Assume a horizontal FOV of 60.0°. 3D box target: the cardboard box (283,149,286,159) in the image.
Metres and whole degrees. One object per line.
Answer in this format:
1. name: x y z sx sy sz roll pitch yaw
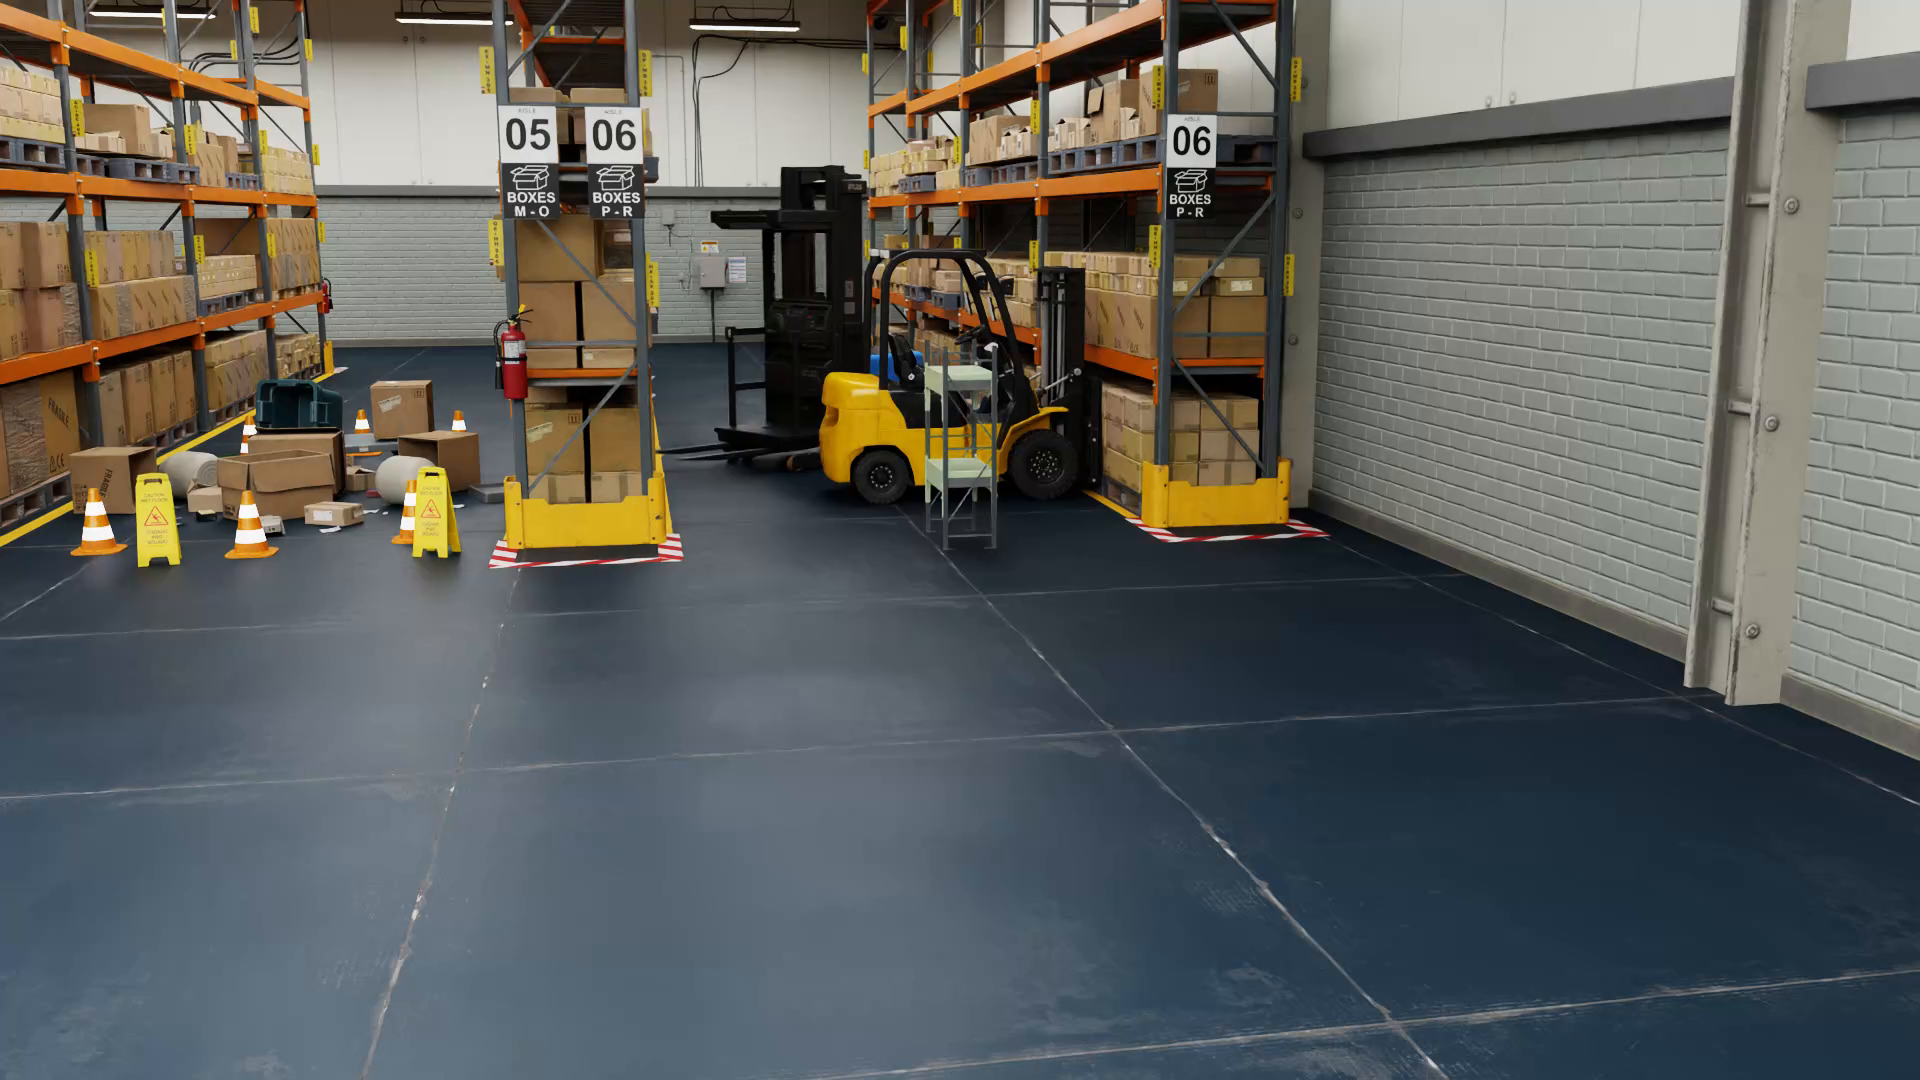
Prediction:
1. cardboard box: -10.068 -5.640 24.279 0.380 0.149 0.250 -2 11 -13

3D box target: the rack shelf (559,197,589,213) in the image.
1. rack shelf: -4.752 -4.398 21.681 1.077 0.370 4.000 -2 11 -11

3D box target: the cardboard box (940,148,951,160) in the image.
1. cardboard box: -0.053 -5.078 21.870 0.380 0.149 0.250 -2 11 -12

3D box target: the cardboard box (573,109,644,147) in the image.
1. cardboard box: -2.644 -3.091 12.499 0.500 0.250 0.500 -2 11 -12

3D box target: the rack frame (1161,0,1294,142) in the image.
1. rack frame: 2.061 -4.572 12.649 1.000 3.000 0.127 -2 11 -11

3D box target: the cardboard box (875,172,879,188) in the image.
1. cardboard box: -1.114 -5.921 27.367 0.500 0.250 0.500 -2 11 -10

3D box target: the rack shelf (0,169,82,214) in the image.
1. rack shelf: -8.032 -2.732 12.929 1.077 0.370 4.000 -2 11 -11

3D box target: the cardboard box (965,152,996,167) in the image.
1. cardboard box: 0.275 -4.631 20.217 0.380 0.166 0.250 -2 11 -11

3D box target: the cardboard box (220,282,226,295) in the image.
1. cardboard box: -9.348 -3.128 20.655 0.380 0.149 0.250 -2 11 -10

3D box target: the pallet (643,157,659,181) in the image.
1. pallet: -3.601 -3.675 16.465 1.213 0.211 1.003 -2 11 -11

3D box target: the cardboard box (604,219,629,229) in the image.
1. cardboard box: -4.948 -4.571 24.011 0.380 0.149 0.250 -2 11 -12

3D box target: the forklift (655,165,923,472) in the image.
1. forklift: -1.758 -2.208 16.458 1.130 2.935 3.031 10 15 43

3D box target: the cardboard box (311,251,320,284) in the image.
1. cardboard box: -10.415 -4.302 26.211 0.500 0.500 0.500 -2 11 -10

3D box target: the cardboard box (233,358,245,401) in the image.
1. cardboard box: -9.292 -2.016 20.826 0.500 0.500 0.500 -2 11 -12

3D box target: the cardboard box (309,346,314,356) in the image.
1. cardboard box: -10.270 -2.950 25.877 0.380 0.149 0.250 -3 11 -13

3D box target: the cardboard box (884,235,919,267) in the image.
1. cardboard box: -0.935 -4.632 26.609 0.500 0.500 0.500 -2 11 -10

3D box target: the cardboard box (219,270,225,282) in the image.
1. cardboard box: -9.348 -3.273 20.625 0.380 0.149 0.250 -2 11 -12

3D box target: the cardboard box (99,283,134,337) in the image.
1. cardboard box: -8.358 -2.226 16.104 0.500 0.500 0.500 -2 11 -11

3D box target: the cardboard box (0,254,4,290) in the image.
1. cardboard box: -8.081 -2.216 13.028 0.875 0.550 0.500 -2 11 -11

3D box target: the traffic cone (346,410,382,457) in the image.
1. traffic cone: -6.237 -1.124 17.365 0.336 0.463 0.334 -2 11 -11

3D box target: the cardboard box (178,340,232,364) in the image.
1. cardboard box: -9.195 -2.287 20.247 0.500 0.250 0.500 -2 11 -12

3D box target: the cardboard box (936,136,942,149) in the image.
1. cardboard box: -0.146 -5.727 24.119 0.396 0.266 0.258 -2 11 -12

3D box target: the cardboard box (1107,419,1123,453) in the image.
1. cardboard box: 1.573 -0.896 14.275 0.500 0.250 0.500 -2 11 -12

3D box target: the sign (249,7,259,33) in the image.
1. sign: -9.434 -6.951 22.226 0.100 0.325 0.005 -2 11 -11

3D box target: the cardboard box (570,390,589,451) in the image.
1. cardboard box: -3.415 -0.993 14.118 0.500 0.500 0.500 -2 11 -12

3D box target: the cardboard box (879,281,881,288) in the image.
1. cardboard box: -1.161 -4.320 28.045 0.380 0.149 0.250 -2 11 -10

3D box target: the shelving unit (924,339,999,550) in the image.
1. shelving unit: 0.001 -0.736 12.550 0.431 1.500 0.755 -2 11 -11

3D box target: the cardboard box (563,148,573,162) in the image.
1. cardboard box: -3.234 -2.992 13.044 0.380 0.149 0.250 -2 11 -11

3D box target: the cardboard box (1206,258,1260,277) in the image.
1. cardboard box: 2.205 -2.208 13.476 0.380 0.149 0.250 -2 11 -12

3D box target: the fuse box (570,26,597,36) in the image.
1. fuse box: -7.282 -9.916 32.170 0.513 0.334 0.176 -2 11 -11

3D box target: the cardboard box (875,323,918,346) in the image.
1. cardboard box: -1.025 -3.423 28.214 0.797 0.503 0.637 -3 11 -13

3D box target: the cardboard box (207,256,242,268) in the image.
1. cardboard box: -9.555 -3.610 21.596 0.380 0.149 0.250 -2 11 -11

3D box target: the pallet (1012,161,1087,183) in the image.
1. pallet: 1.099 -3.899 17.649 0.805 0.209 1.217 -3 11 -13

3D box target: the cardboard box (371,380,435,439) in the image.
1. cardboard box: -5.326 -1.251 15.906 0.500 0.500 0.500 -2 11 -11

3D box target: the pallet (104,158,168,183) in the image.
1. pallet: -8.801 -3.772 16.973 1.003 0.211 1.213 -2 11 -8

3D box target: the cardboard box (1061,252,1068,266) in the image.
1. cardboard box: 1.211 -2.759 16.371 0.380 0.149 0.250 -2 11 -10

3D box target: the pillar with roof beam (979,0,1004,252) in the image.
1. pillar with roof beam: -3.747 -6.777 24.233 9.100 9.000 0.400 -2 11 -11

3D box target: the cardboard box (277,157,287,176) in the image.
1. cardboard box: -10.012 -5.373 23.943 0.500 0.250 0.500 -2 11 -10

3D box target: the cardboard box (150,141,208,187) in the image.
1. cardboard box: -9.049 -4.349 19.235 0.500 0.500 0.500 -2 11 -11

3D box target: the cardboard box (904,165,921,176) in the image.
1. cardboard box: -0.605 -5.362 24.104 0.380 0.149 0.250 -2 11 -10

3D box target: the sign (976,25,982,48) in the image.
1. sign: 0.270 -7.330 24.222 0.100 0.325 0.005 -2 11 -11

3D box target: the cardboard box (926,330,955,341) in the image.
1. cardboard box: -0.273 -2.952 24.013 0.380 0.149 0.250 -3 11 -14

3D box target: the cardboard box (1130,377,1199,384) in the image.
1. cardboard box: 1.873 -1.344 15.293 0.500 0.250 0.500 -2 11 -12

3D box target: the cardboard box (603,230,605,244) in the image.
1. cardboard box: -3.642 -3.192 17.523 0.380 0.149 0.250 -1 11 -8

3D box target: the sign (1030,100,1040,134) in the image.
1. sign: 0.752 -4.219 16.593 0.100 0.325 0.005 -2 11 -11

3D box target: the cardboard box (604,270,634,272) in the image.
1. cardboard box: -3.148 -2.206 15.200 0.500 0.500 0.500 -2 11 -9

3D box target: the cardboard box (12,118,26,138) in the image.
1. cardboard box: -7.839 -3.343 13.495 0.380 0.149 0.250 -2 11 -10

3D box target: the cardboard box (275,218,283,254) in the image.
1. cardboard box: -9.942 -4.318 23.625 0.500 0.500 0.500 -2 11 -13

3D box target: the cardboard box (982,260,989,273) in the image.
1. cardboard box: 0.469 -3.248 19.736 0.380 0.149 0.250 -2 11 -10

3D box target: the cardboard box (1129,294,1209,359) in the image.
1. cardboard box: 1.707 -1.754 13.624 0.500 0.500 0.500 -2 11 -12

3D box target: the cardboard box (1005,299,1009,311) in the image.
1. cardboard box: 0.758 -2.552 18.482 0.500 0.250 0.500 -2 11 -11

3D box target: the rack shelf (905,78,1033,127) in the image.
1. rack shelf: 0.116 -5.856 22.390 1.077 0.370 4.000 -2 11 -11

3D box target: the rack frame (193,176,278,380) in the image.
1. rack frame: -9.977 -3.446 22.778 1.000 3.000 0.127 -2 11 -11
